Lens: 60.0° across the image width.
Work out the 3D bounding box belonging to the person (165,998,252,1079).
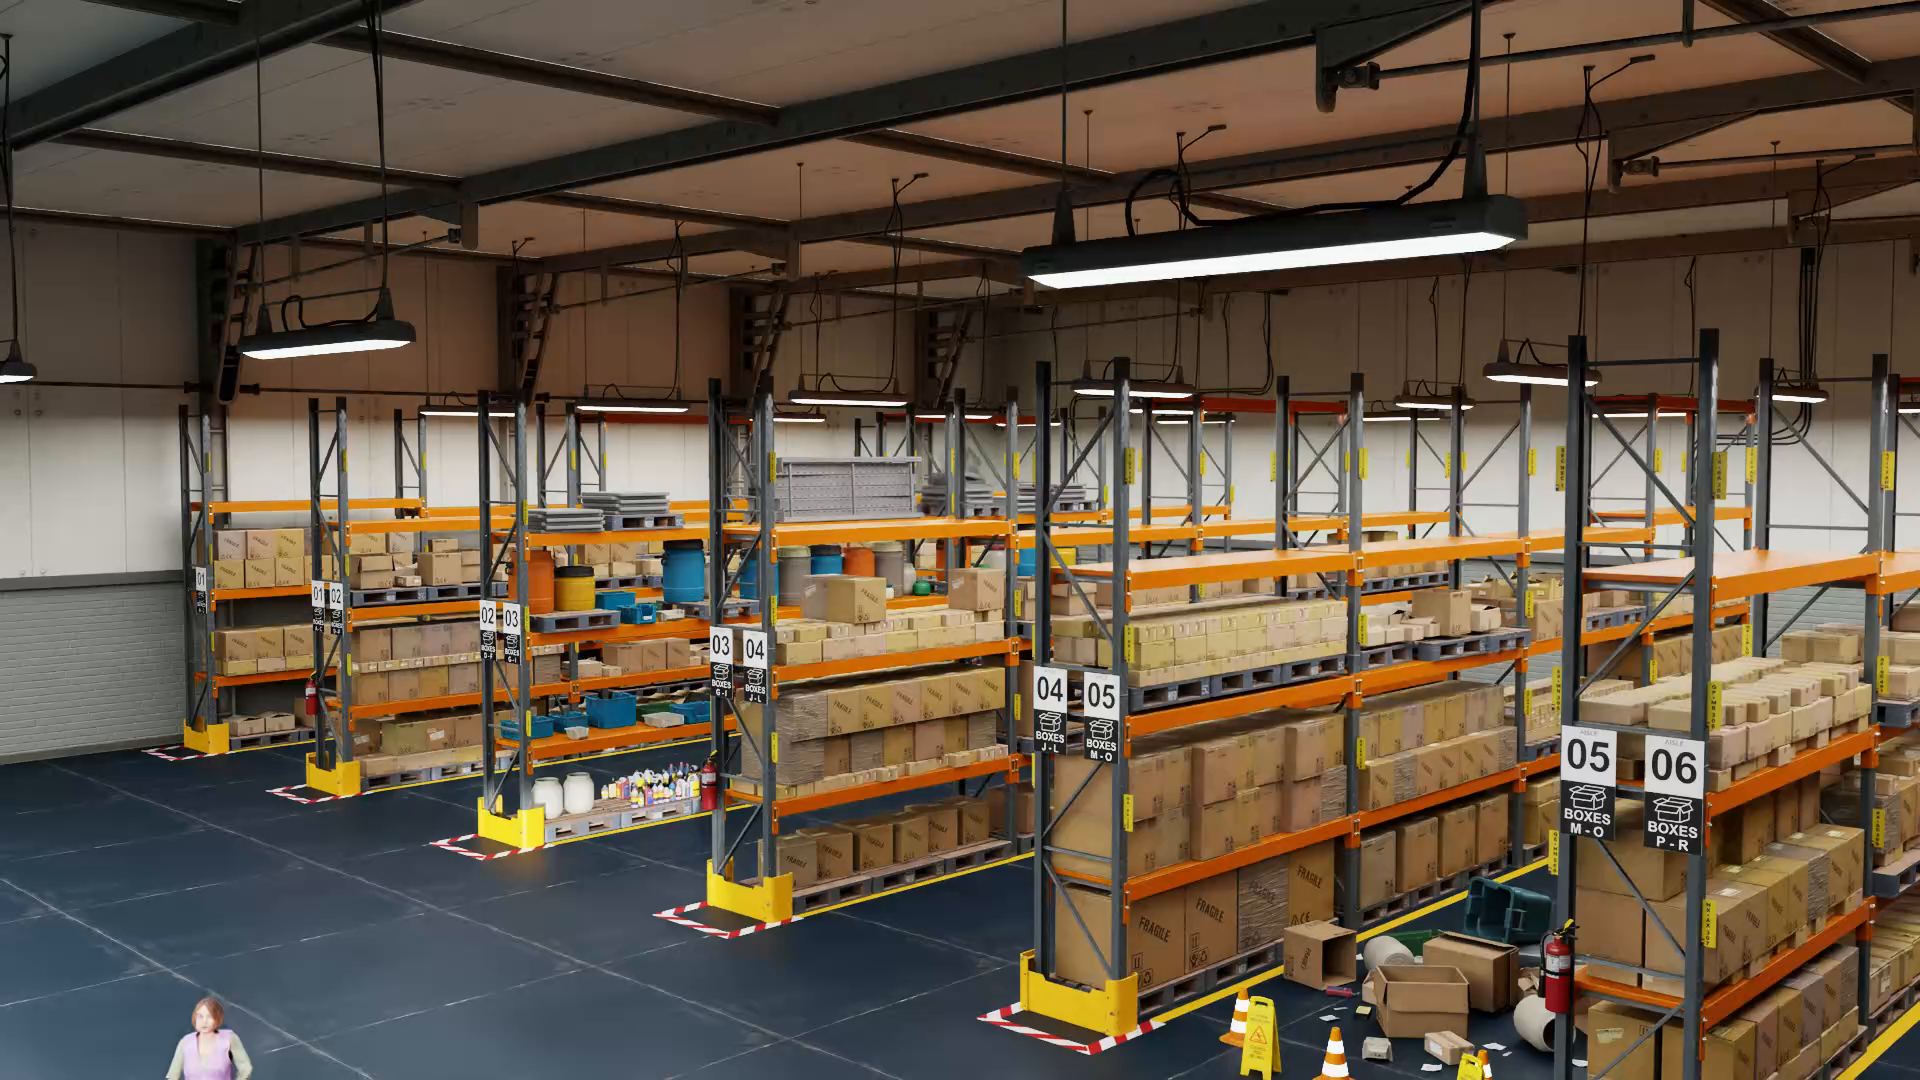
[{"bbox_3d":[-4.988,3.804,11.038,0.534,1.546,0.565,-1,3,-15],"label":"person"}]
